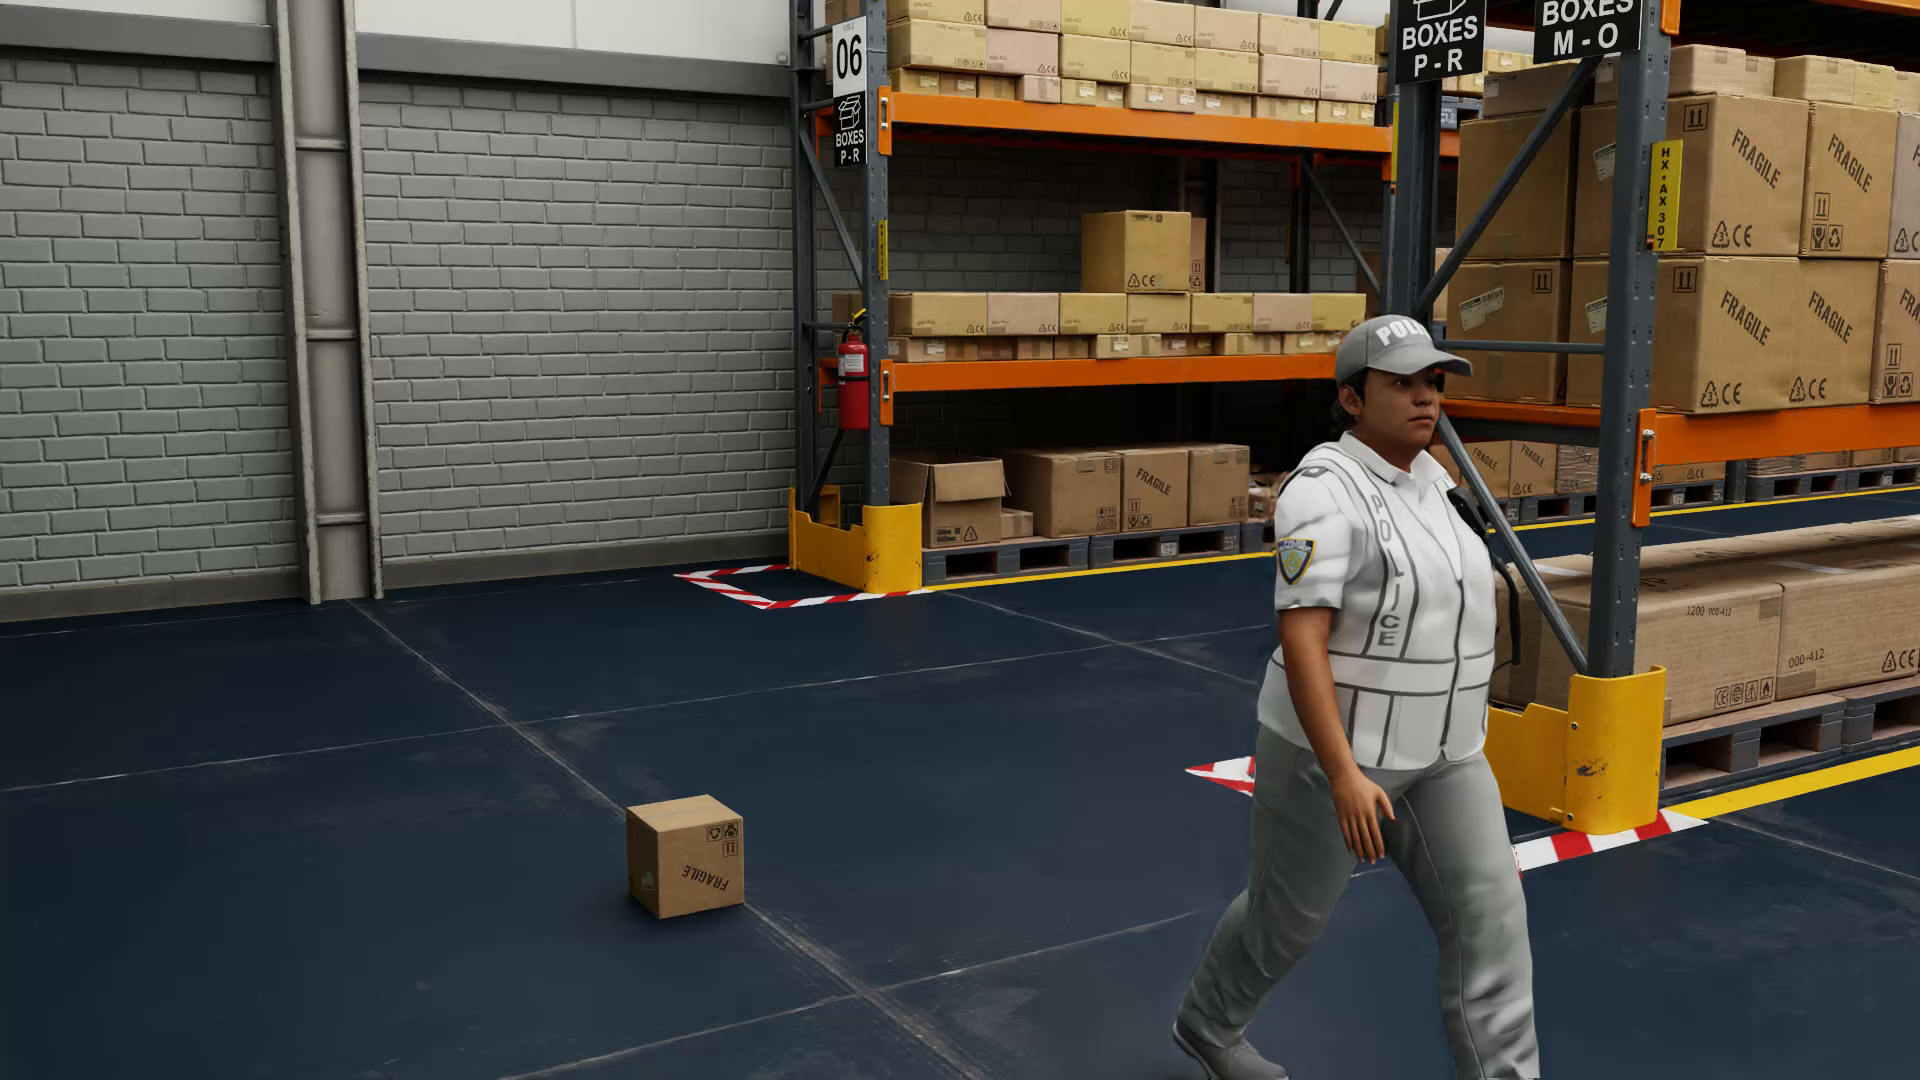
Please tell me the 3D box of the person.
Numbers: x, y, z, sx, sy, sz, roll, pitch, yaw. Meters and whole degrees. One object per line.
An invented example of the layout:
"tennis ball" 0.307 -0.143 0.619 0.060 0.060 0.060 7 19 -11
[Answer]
"person" 0.790 0.391 3.108 0.509 1.608 1.007 -5 10 -32
